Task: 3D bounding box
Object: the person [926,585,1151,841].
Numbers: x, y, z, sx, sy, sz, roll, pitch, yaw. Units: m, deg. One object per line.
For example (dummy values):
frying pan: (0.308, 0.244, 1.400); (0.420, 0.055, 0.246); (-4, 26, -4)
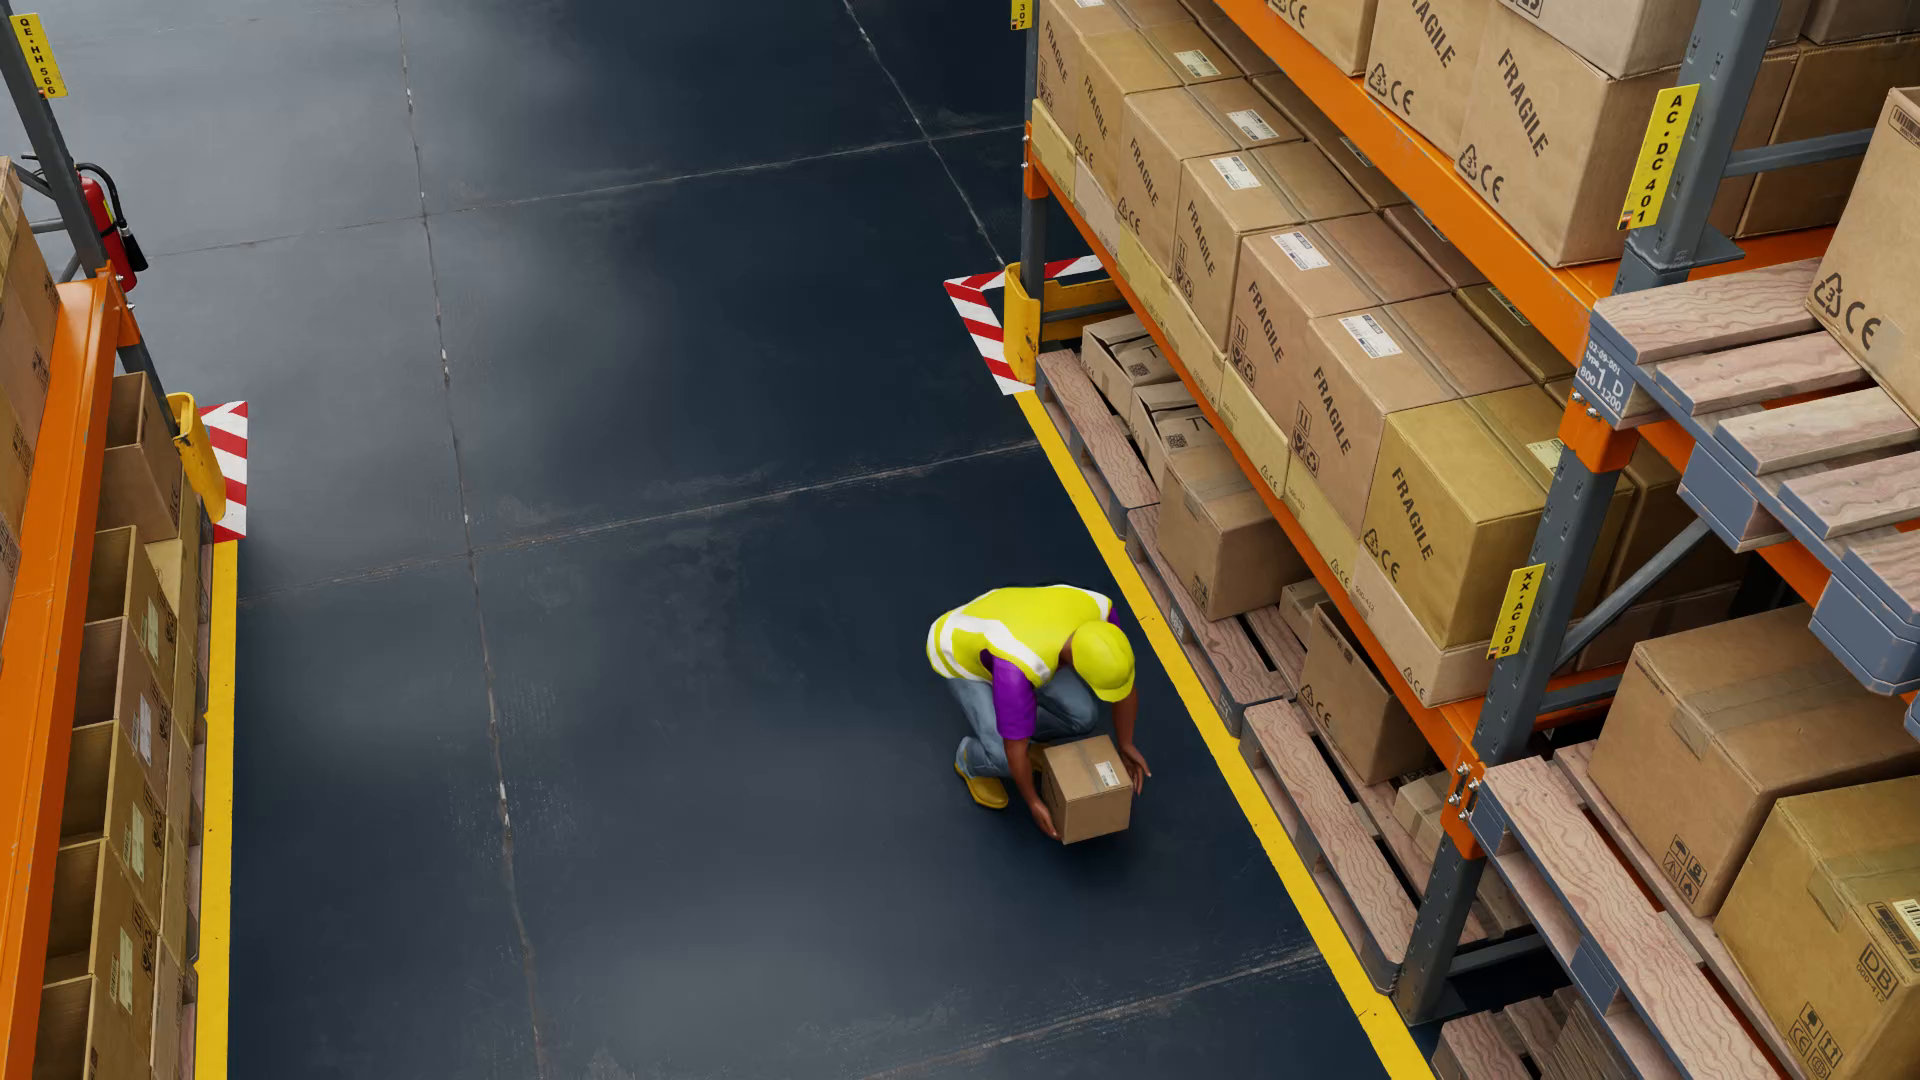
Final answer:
person: (0.286, 0.531, 6.074); (0.594, 1.073, 0.863); (-25, 48, -25)
